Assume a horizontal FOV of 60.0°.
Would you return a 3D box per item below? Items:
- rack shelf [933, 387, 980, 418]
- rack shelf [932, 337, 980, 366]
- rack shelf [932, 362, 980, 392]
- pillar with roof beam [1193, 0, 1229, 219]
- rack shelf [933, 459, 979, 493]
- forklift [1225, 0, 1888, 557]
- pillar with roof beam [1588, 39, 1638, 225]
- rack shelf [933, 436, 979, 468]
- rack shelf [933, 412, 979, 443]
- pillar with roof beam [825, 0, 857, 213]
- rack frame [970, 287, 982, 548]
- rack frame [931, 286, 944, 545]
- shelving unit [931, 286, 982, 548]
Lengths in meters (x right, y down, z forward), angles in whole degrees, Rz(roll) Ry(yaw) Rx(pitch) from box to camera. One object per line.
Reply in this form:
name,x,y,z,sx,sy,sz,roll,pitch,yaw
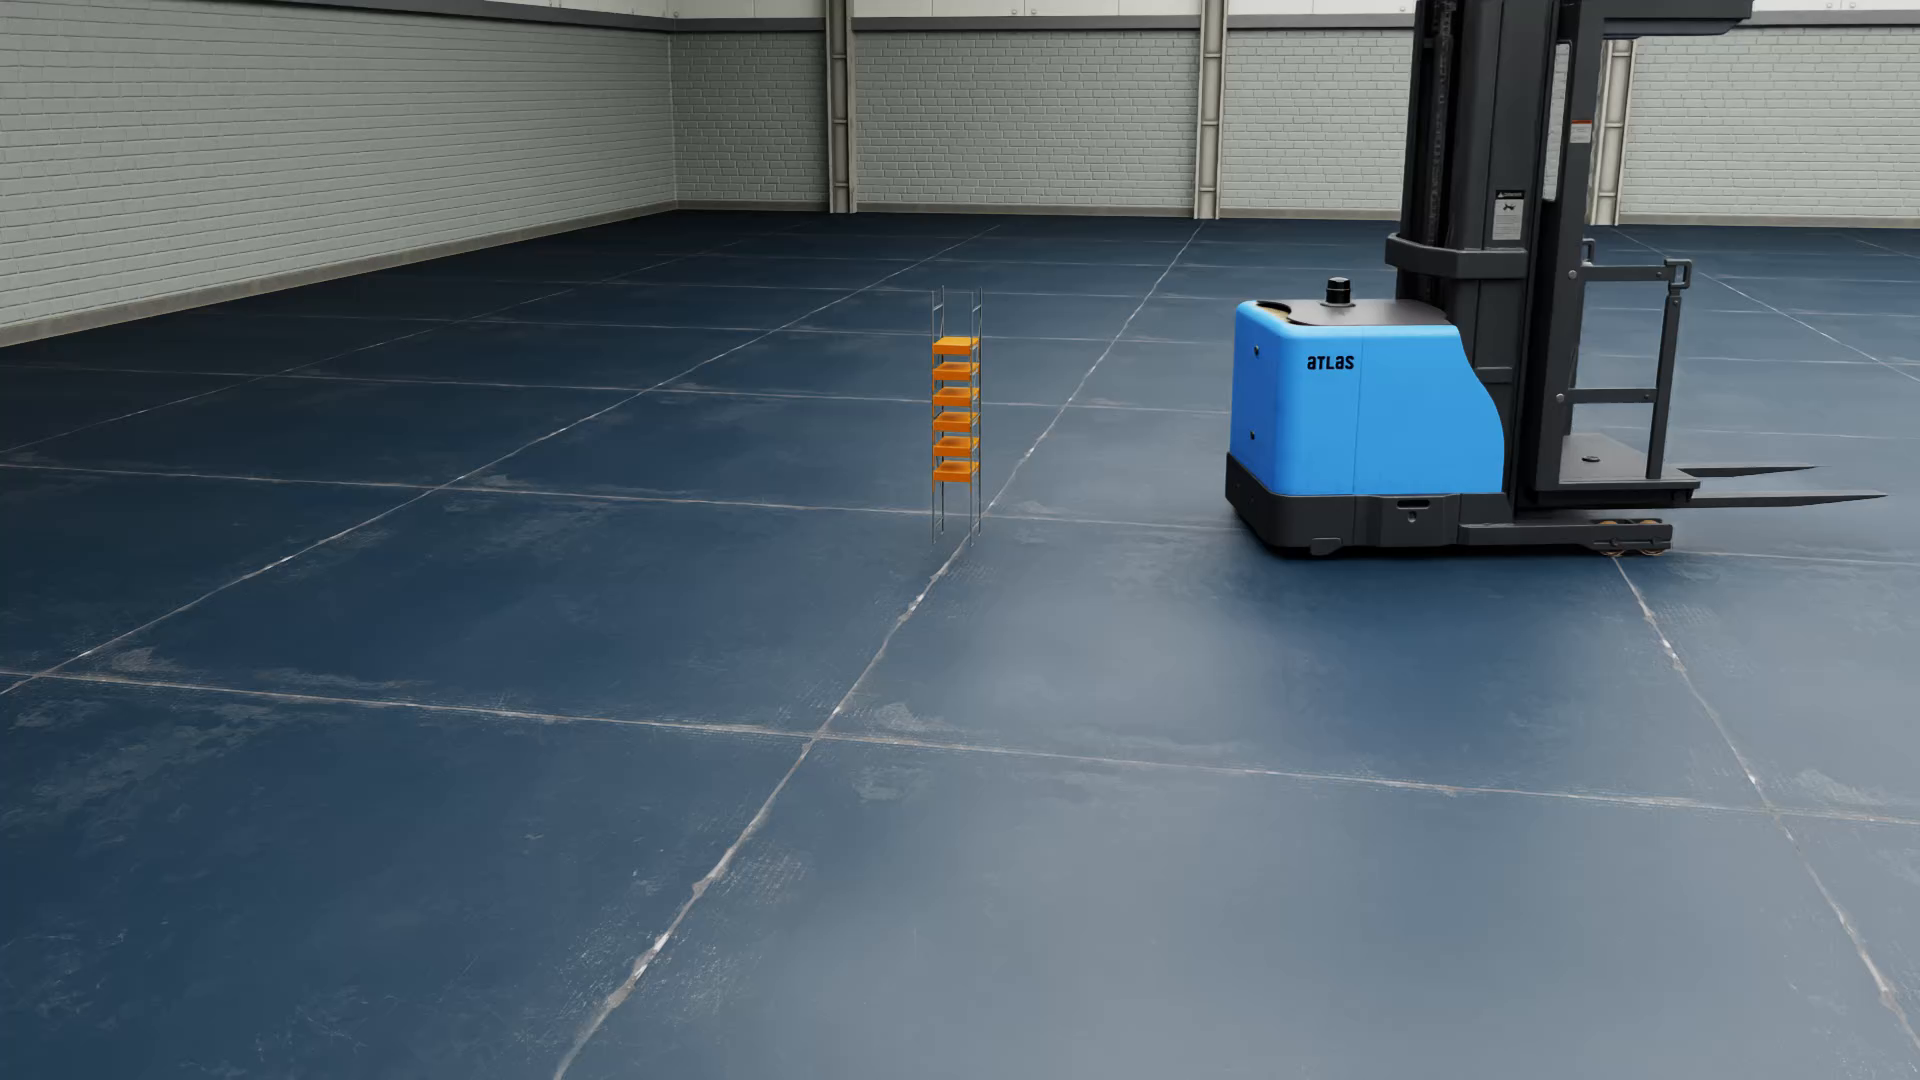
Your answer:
rack shelf,-0.014,-0.652,7.814,0.180,0.103,0.258,3,16,11
rack shelf,-0.014,-0.883,7.750,0.180,0.103,0.258,3,16,11
rack shelf,-0.014,-0.767,7.782,0.180,0.103,0.258,3,16,11
pillar with roof beam,3.081,-8.351,21.283,0.400,9.000,9.100,3,16,11
rack shelf,-0.014,-0.305,7.911,0.180,0.103,0.258,3,16,11
forklift,2.896,-1.474,7.824,3.031,2.935,1.130,-1,16,-4
pillar with roof beam,8.960,-8.032,20.131,0.400,9.000,9.100,3,16,11
rack shelf,-0.014,-0.421,7.879,0.180,0.103,0.258,3,16,11
rack shelf,-0.014,-0.536,7.846,0.180,0.103,0.258,3,16,11
pillar with roof beam,-2.799,-8.670,22.435,0.400,9.000,9.100,3,16,11
rack frame,0.075,-0.574,7.817,0.006,1.200,0.240,3,16,11
rack frame,-0.104,-0.584,7.852,0.006,1.200,0.240,3,16,11
shelving unit,-0.014,-0.579,7.835,0.189,1.200,0.258,3,16,11
